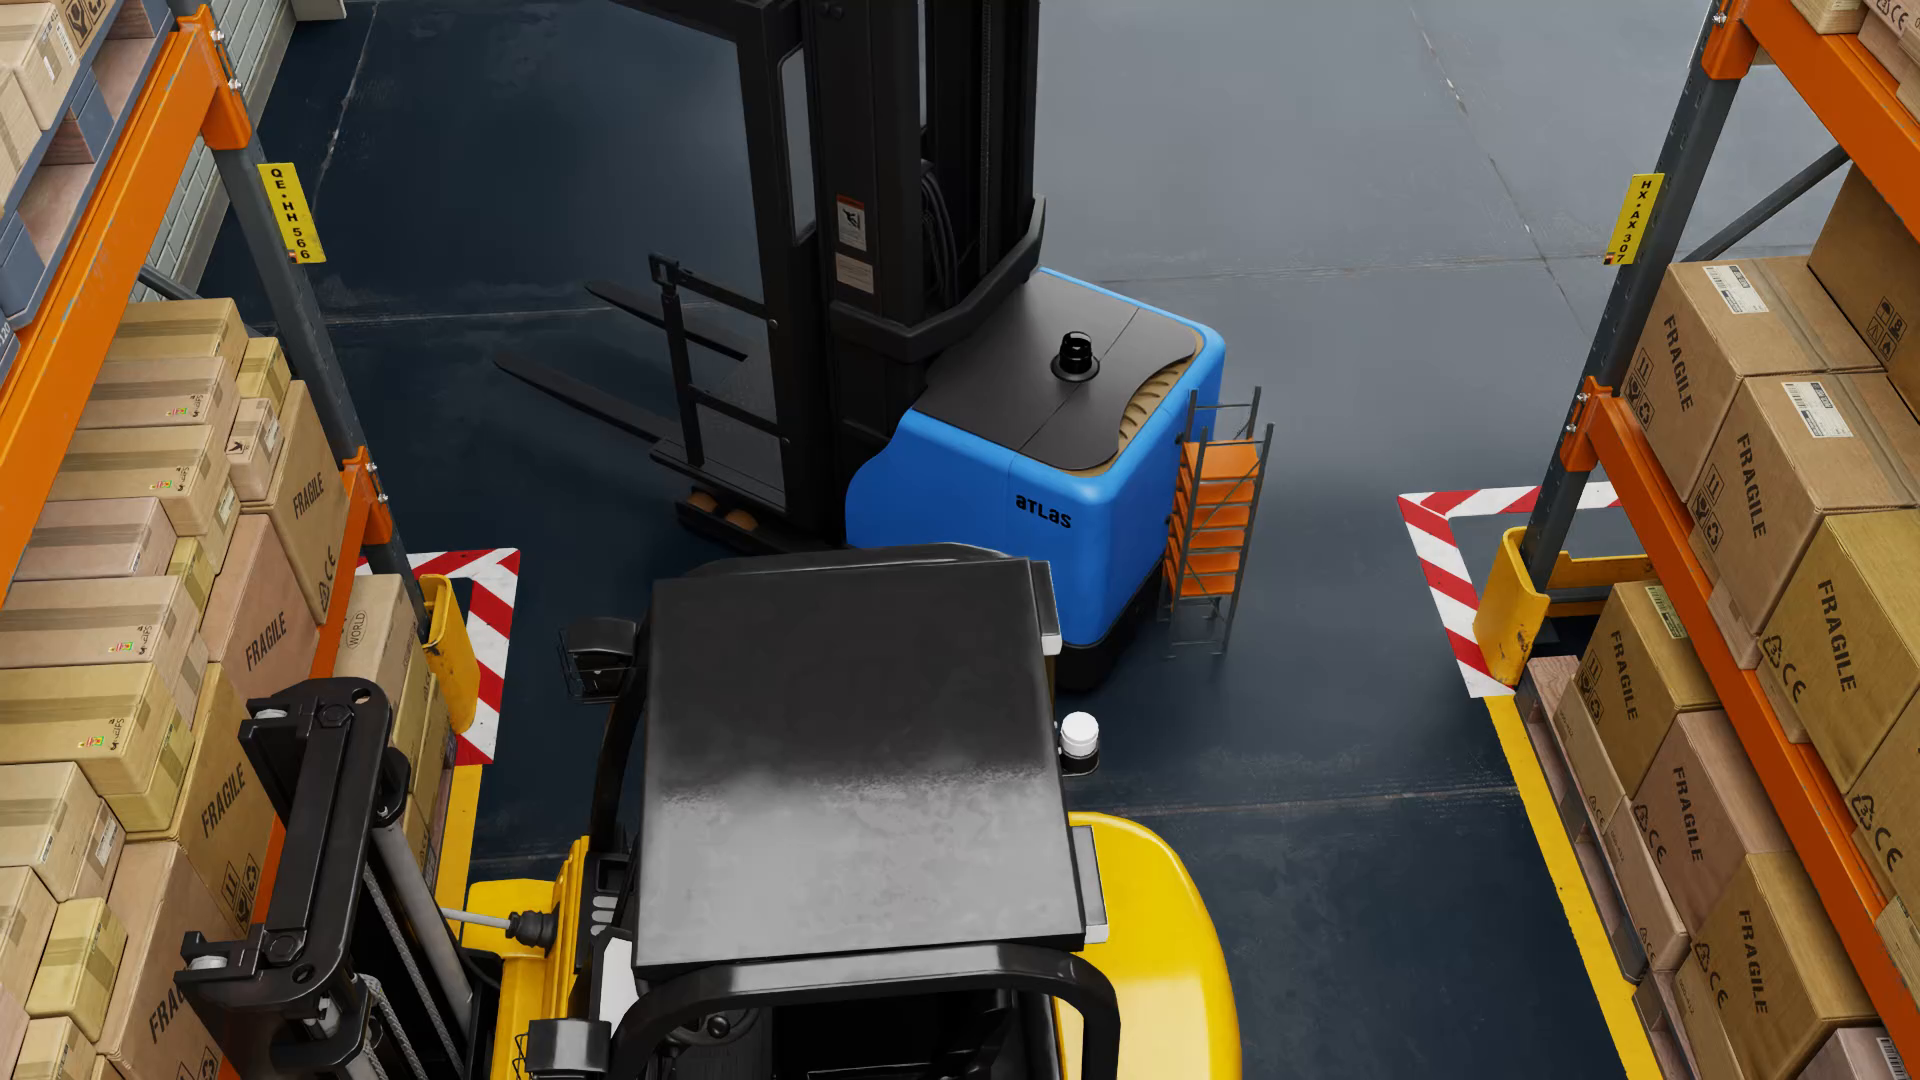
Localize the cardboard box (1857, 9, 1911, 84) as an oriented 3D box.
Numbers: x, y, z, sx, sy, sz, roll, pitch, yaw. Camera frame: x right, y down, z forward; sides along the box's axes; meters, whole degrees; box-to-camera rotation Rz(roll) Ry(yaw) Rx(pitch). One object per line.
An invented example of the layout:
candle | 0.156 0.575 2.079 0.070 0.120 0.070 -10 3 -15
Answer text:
cardboard box | 2.382 -1.197 3.925 0.380 0.149 0.250 -5 47 -5

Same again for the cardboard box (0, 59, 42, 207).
cardboard box | -1.986 -0.792 3.102 0.396 0.266 0.258 -3 47 -3

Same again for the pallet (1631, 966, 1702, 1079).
pallet | 2.705 1.788 4.911 1.003 0.211 1.213 -3 47 -3

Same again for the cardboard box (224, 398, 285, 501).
cardboard box | -2.020 -0.233 4.389 0.380 0.149 0.250 -3 47 -3

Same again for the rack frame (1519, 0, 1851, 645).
rack frame | 2.567 -0.697 5.344 1.000 3.000 0.127 -3 47 -3

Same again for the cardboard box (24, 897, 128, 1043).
cardboard box | -1.919 0.878 3.337 0.380 0.149 0.250 -4 47 -4

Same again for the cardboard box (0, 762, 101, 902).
cardboard box | -2.005 0.604 3.392 0.380 0.149 0.250 -3 47 -3

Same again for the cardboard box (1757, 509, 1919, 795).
cardboard box | 2.420 0.269 4.155 0.500 0.500 0.500 -4 47 -4

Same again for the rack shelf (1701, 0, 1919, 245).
rack shelf | 2.734 -0.034 3.145 1.077 0.370 4.000 -3 47 -3

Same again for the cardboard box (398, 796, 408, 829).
cardboard box | -1.996 0.934 5.060 0.500 0.250 0.500 -4 47 -4

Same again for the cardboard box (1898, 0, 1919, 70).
cardboard box | 2.376 -1.034 3.496 0.500 0.250 0.500 -4 47 -4

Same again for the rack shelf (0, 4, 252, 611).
rack shelf | -2.212 0.271 2.857 1.077 0.370 4.000 -3 47 -3

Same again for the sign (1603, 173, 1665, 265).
sign | 2.026 -0.961 4.998 0.100 0.325 0.005 -3 47 -3

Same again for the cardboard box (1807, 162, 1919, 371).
cardboard box | 2.827 -0.821 4.499 0.700 0.500 0.500 -5 47 -4

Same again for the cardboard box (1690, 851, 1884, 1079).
cardboard box | 2.443 1.206 4.630 0.500 0.500 0.500 -3 47 -3

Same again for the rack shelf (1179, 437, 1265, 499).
rack shelf | 0.900 -0.249 5.721 0.258 0.103 0.180 -4 47 -4

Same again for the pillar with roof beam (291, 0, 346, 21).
pillar with roof beam | 0.568 -6.499 6.707 9.100 9.000 0.400 -3 47 -3

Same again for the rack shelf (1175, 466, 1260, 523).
rack shelf | 0.898 -0.167 5.809 0.258 0.103 0.180 -4 47 -4

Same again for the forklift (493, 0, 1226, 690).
forklift | -0.554 -1.271 5.935 3.031 2.935 1.130 24 51 21

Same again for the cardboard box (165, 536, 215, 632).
cardboard box | -2.050 0.139 4.037 0.380 0.149 0.250 -4 47 -4

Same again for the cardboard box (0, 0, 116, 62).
cardboard box | -2.099 -1.331 3.452 0.500 0.500 0.500 -2 47 -2

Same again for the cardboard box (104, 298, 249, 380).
cardboard box | -2.139 -0.506 4.442 0.380 0.149 0.250 -3 47 -3

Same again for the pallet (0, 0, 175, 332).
pallet | -2.346 -0.880 3.512 1.003 0.211 1.213 -3 47 -3

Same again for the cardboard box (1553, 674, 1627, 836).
cardboard box | 2.359 0.705 5.621 0.500 0.250 0.500 -4 47 -4

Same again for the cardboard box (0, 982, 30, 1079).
cardboard box | -1.962 0.966 3.048 0.380 0.149 0.250 -4 47 -3

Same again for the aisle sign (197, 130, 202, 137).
aisle sign | -2.092 -1.351 4.174 0.394 0.787 0.004 -3 47 -3

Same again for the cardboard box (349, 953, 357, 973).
cardboard box | -1.929 1.113 4.546 0.500 0.250 0.500 -3 47 -3

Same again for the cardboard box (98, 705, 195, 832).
cardboard box | -1.939 0.511 3.685 0.380 0.149 0.250 -3 47 -3

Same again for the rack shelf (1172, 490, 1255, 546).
rack shelf | 0.896 -0.086 5.897 0.258 0.103 0.180 -4 47 -4

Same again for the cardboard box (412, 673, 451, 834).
cardboard box | -2.025 0.730 5.598 0.500 0.250 0.500 -3 47 -3

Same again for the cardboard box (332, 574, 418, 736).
cardboard box | -2.030 0.379 5.241 0.500 0.250 0.500 -2 47 -2

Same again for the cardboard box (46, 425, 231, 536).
cardboard box | -2.039 -0.141 4.097 0.380 0.149 0.250 -3 47 -2

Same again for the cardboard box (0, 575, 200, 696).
cardboard box | -1.960 0.225 3.750 0.380 0.149 0.250 -2 47 -2

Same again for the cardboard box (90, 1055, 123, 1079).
cardboard box | -1.925 1.388 3.300 0.500 0.500 0.500 -4 47 -4

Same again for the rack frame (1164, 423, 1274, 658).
rack frame | 0.904 0.033 5.890 0.240 1.200 0.006 -4 47 -4

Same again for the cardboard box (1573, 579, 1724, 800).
cardboard box | 2.361 0.464 5.332 0.500 0.500 0.500 -5 47 -5

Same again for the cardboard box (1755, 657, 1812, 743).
cardboard box | 2.396 0.398 4.480 0.380 0.149 0.250 -2 47 -2

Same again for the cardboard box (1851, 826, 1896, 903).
cardboard box | 2.470 0.778 4.120 0.380 0.149 0.250 -5 47 -4

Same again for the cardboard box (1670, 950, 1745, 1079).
cardboard box | 2.452 1.469 4.898 0.500 0.250 0.500 -1 47 -1

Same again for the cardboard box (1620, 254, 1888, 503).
cardboard box | 2.330 -0.474 4.859 0.500 0.500 0.500 -4 47 -4

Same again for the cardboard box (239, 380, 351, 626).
cardboard box | -2.077 -0.086 4.697 0.500 0.500 0.500 -4 47 -4

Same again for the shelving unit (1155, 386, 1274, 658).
shelving unit | 0.895 -0.034 5.952 0.258 1.200 0.189 -4 47 -4

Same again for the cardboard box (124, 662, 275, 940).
cardboard box | -1.999 0.660 3.990 0.500 0.500 0.500 -4 47 -4

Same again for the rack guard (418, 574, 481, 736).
rack guard | -2.381 0.450 5.979 1.175 0.500 0.348 -3 47 -3

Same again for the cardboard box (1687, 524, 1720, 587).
cardboard box | 2.365 0.027 4.832 0.380 0.149 0.250 -5 47 -5
